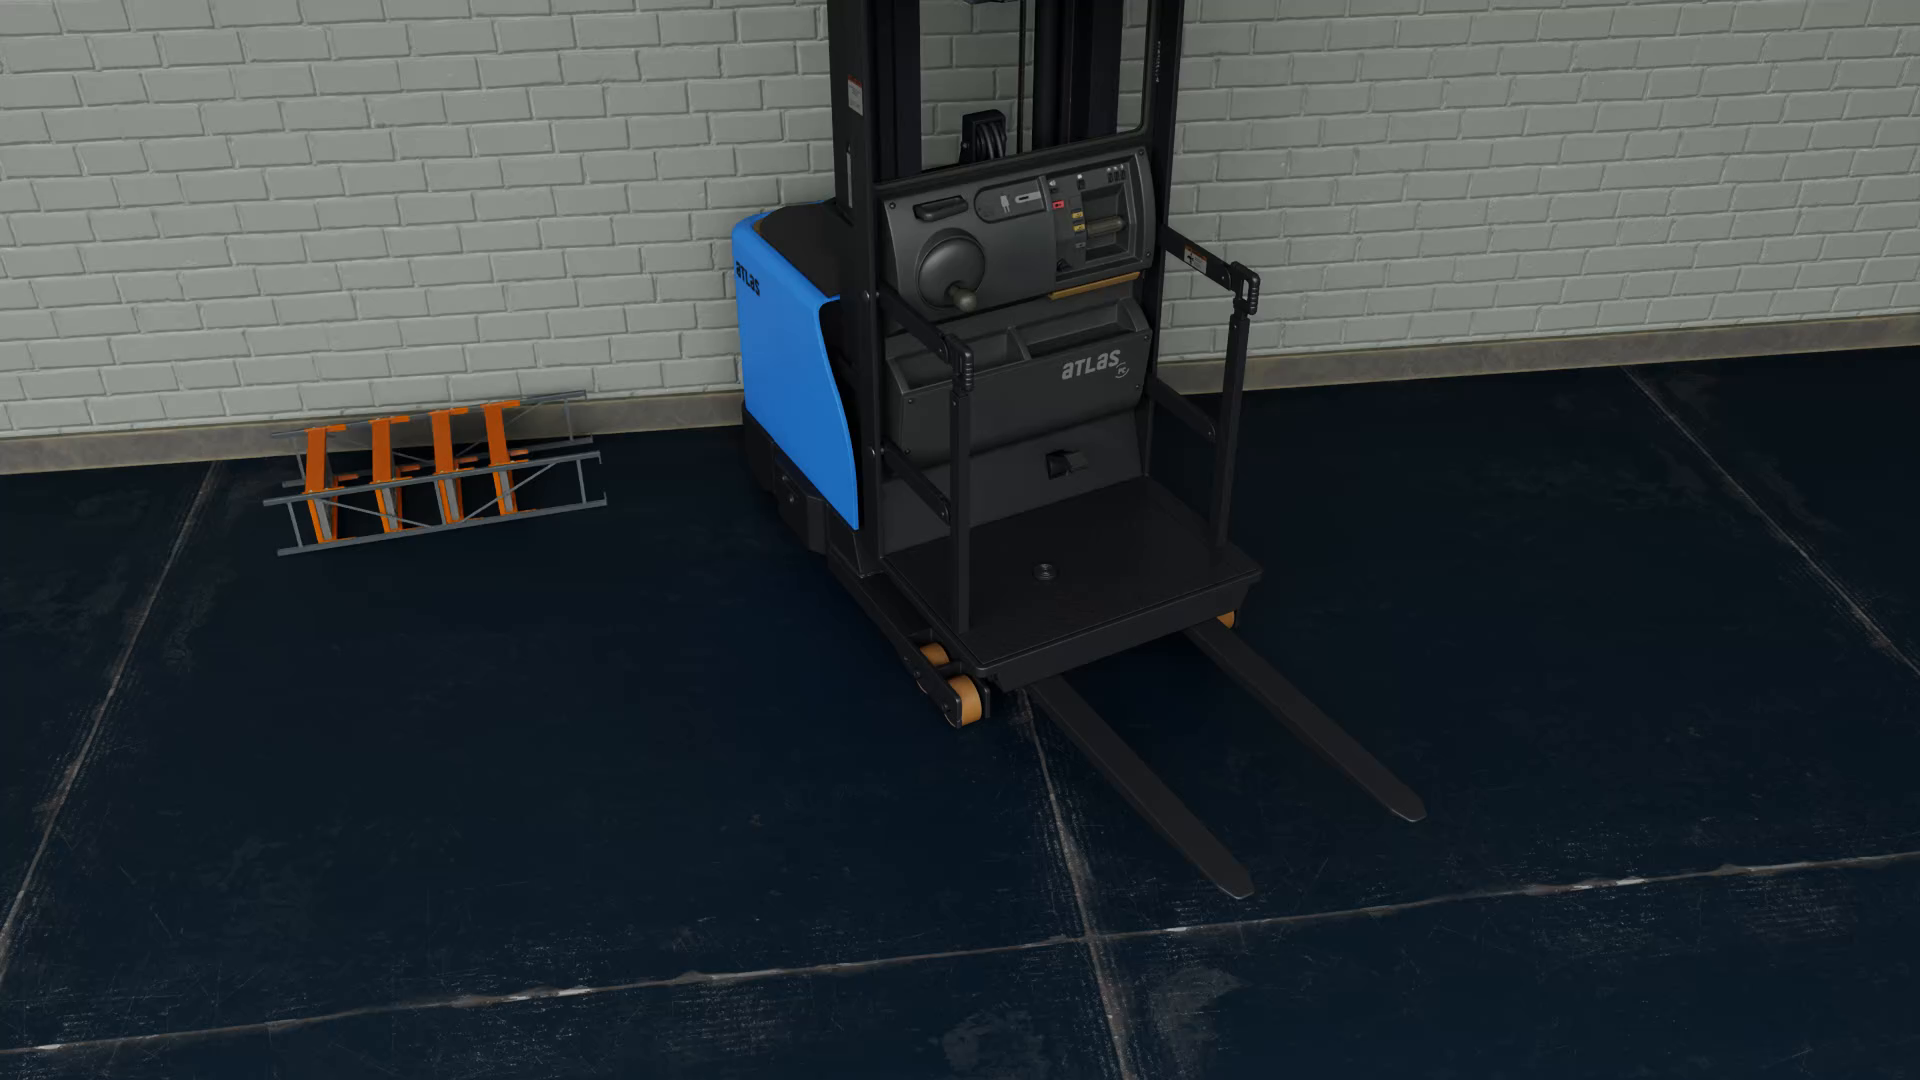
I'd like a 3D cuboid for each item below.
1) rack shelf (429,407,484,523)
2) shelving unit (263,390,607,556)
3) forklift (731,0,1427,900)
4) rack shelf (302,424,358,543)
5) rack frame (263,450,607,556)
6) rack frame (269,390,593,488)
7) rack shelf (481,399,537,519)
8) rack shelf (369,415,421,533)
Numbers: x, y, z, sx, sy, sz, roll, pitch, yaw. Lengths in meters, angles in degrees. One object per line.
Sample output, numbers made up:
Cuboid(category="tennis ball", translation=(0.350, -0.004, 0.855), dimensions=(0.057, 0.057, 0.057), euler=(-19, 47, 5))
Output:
Cuboid(category="rack shelf", translation=(-1.939, -0.282, 6.403), dimensions=(0.148, 0.258, 0.480), euler=(-10, 35, -14))
Cuboid(category="shelving unit", translation=(-2.003, -0.271, 6.387), dimensions=(1.200, 0.258, 0.503), euler=(-10, 35, -14))
Cuboid(category="forklift", translation=(0.303, -0.903, 4.972), dimensions=(1.130, 2.935, 3.031), euler=(-17, 38, -24))
Cuboid(category="rack shelf", translation=(-2.380, -0.208, 6.294), dimensions=(0.148, 0.258, 0.480), euler=(-10, 35, -14))
Cuboid(category="rack frame", translation=(-1.933, -0.140, 6.194), dimensions=(1.200, 0.240, 0.015), euler=(-10, 35, -14))
Cuboid(category="rack frame", translation=(-2.073, -0.403, 6.580), dimensions=(1.200, 0.240, 0.015), euler=(-10, 35, -14))
Cuboid(category="rack shelf", translation=(-1.749, -0.314, 6.450), dimensions=(0.148, 0.258, 0.480), euler=(-10, 35, -14))
Cuboid(category="rack shelf", translation=(-2.153, -0.246, 6.350), dimensions=(0.148, 0.258, 0.480), euler=(-10, 35, -14))
